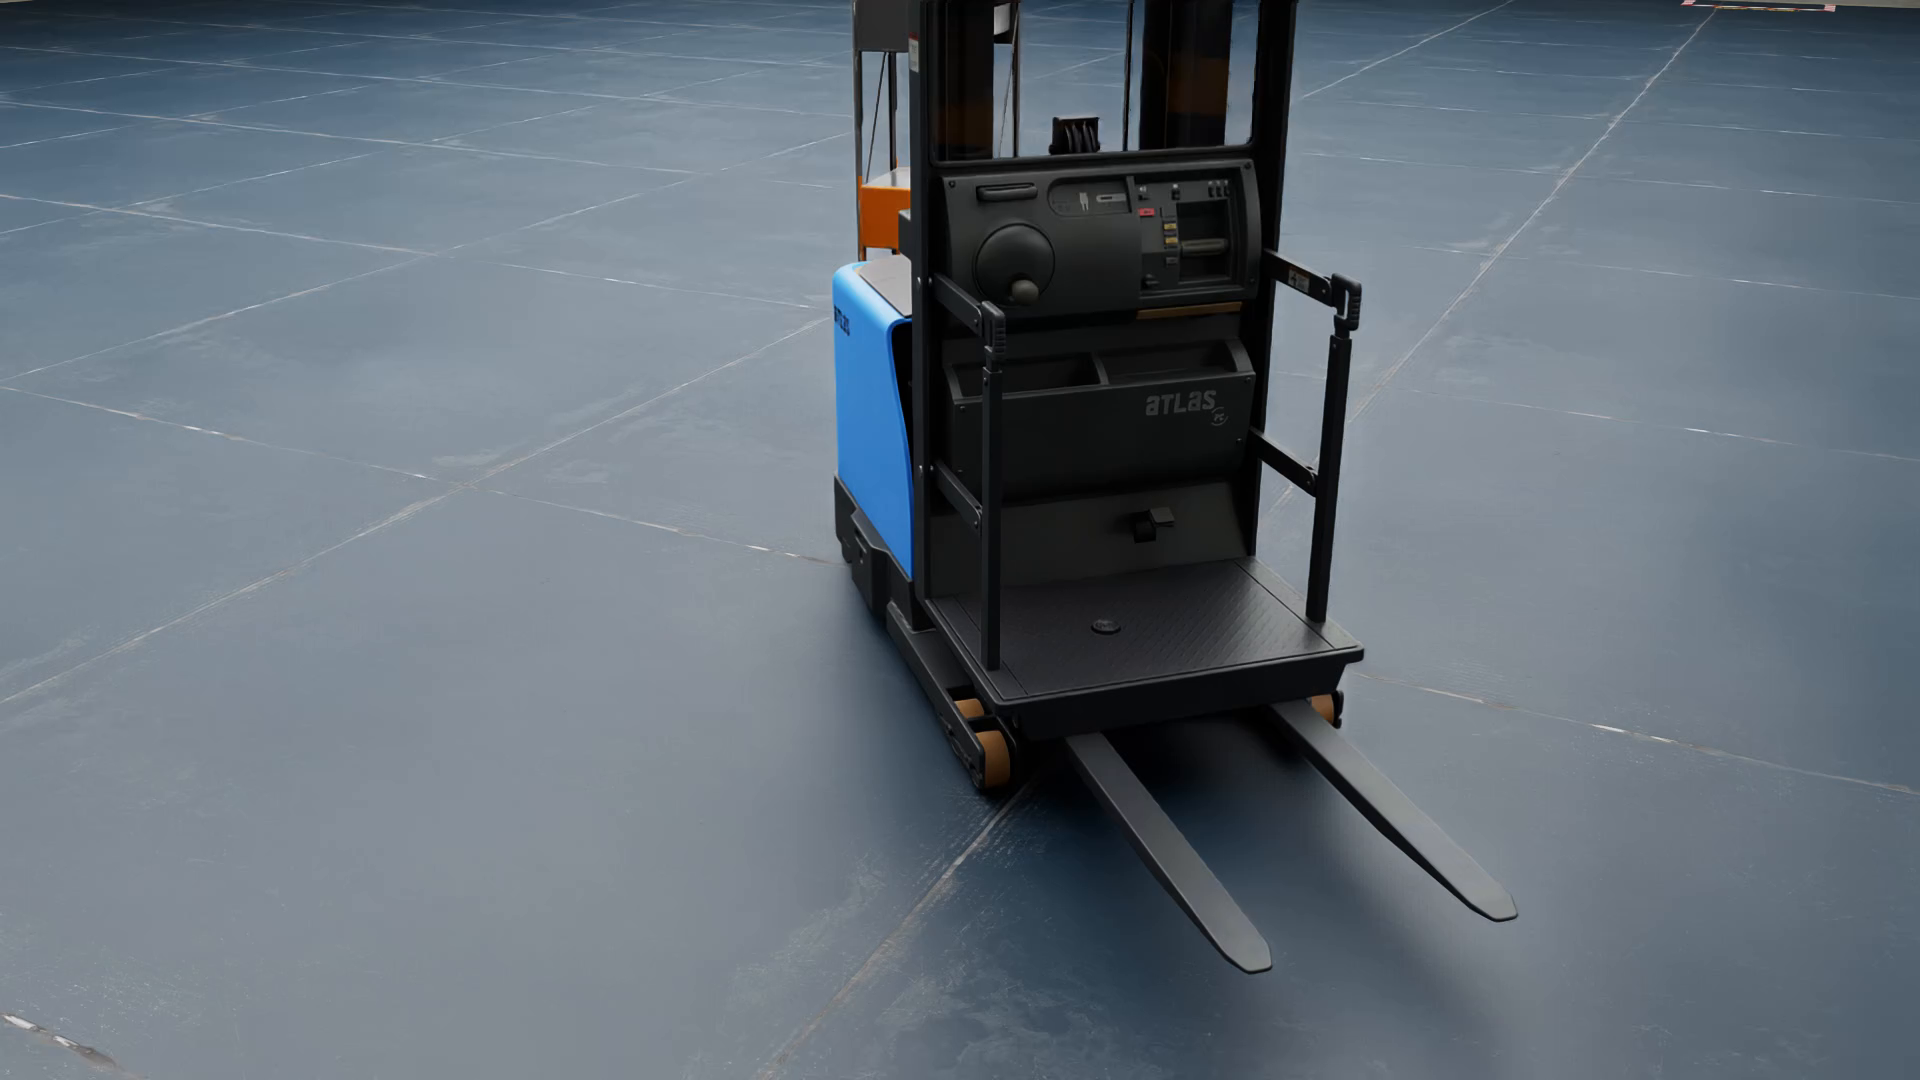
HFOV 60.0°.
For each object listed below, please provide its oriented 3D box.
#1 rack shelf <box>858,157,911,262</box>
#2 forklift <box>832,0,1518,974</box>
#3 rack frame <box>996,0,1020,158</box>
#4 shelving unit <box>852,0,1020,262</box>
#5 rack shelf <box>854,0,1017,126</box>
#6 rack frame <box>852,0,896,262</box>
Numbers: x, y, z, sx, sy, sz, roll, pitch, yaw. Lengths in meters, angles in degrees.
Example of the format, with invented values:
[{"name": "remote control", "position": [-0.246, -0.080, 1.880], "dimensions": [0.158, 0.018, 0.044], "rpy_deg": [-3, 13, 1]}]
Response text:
[{"name": "rack shelf", "position": [-0.080, -1.132, 6.263], "dimensions": [0.480, 0.518, 0.431], "rpy_deg": [7, 24, 16]}, {"name": "forklift", "position": [0.473, -0.831, 4.458], "dimensions": [1.130, 2.935, 3.031], "rpy_deg": [-7, 24, -16]}, {"name": "rack frame", "position": [0.153, -1.116, 6.191], "dimensions": [0.015, 2.100, 0.400], "rpy_deg": [7, 24, 16]}, {"name": "shelving unit", "position": [-0.080, -1.144, 6.258], "dimensions": [0.503, 2.100, 0.431], "rpy_deg": [7, 24, 16]}, {"name": "rack shelf", "position": [-0.080, -1.776, 5.989], "dimensions": [0.480, 0.518, 0.431], "rpy_deg": [7, 24, 16]}, {"name": "rack frame", "position": [-0.313, -1.173, 6.325], "dimensions": [0.015, 2.100, 0.400], "rpy_deg": [7, 24, 16]}]
